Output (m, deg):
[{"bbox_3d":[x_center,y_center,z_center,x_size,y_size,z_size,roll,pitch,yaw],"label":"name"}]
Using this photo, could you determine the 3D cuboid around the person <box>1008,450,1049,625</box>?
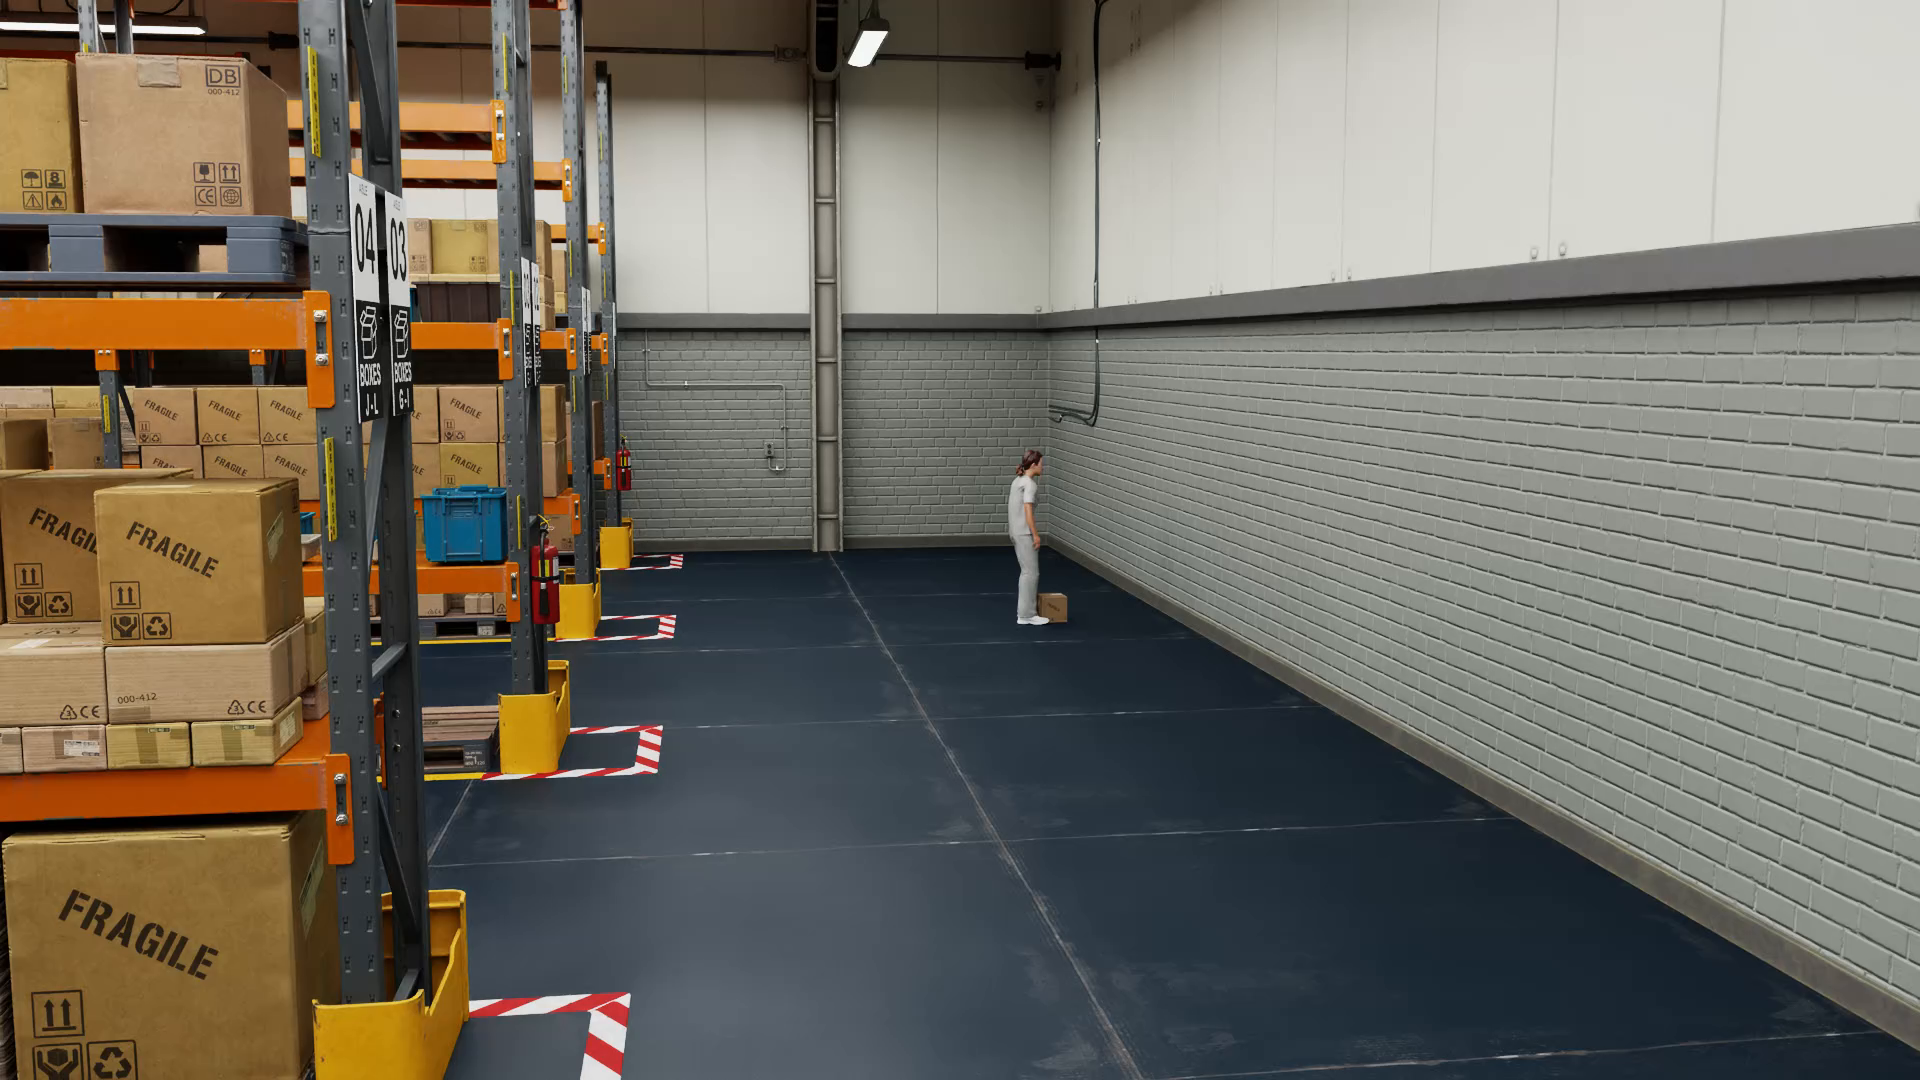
[{"bbox_3d":[0.682,-0.038,16.135,0.407,1.673,0.508,-1,7,-11],"label":"person"}]
